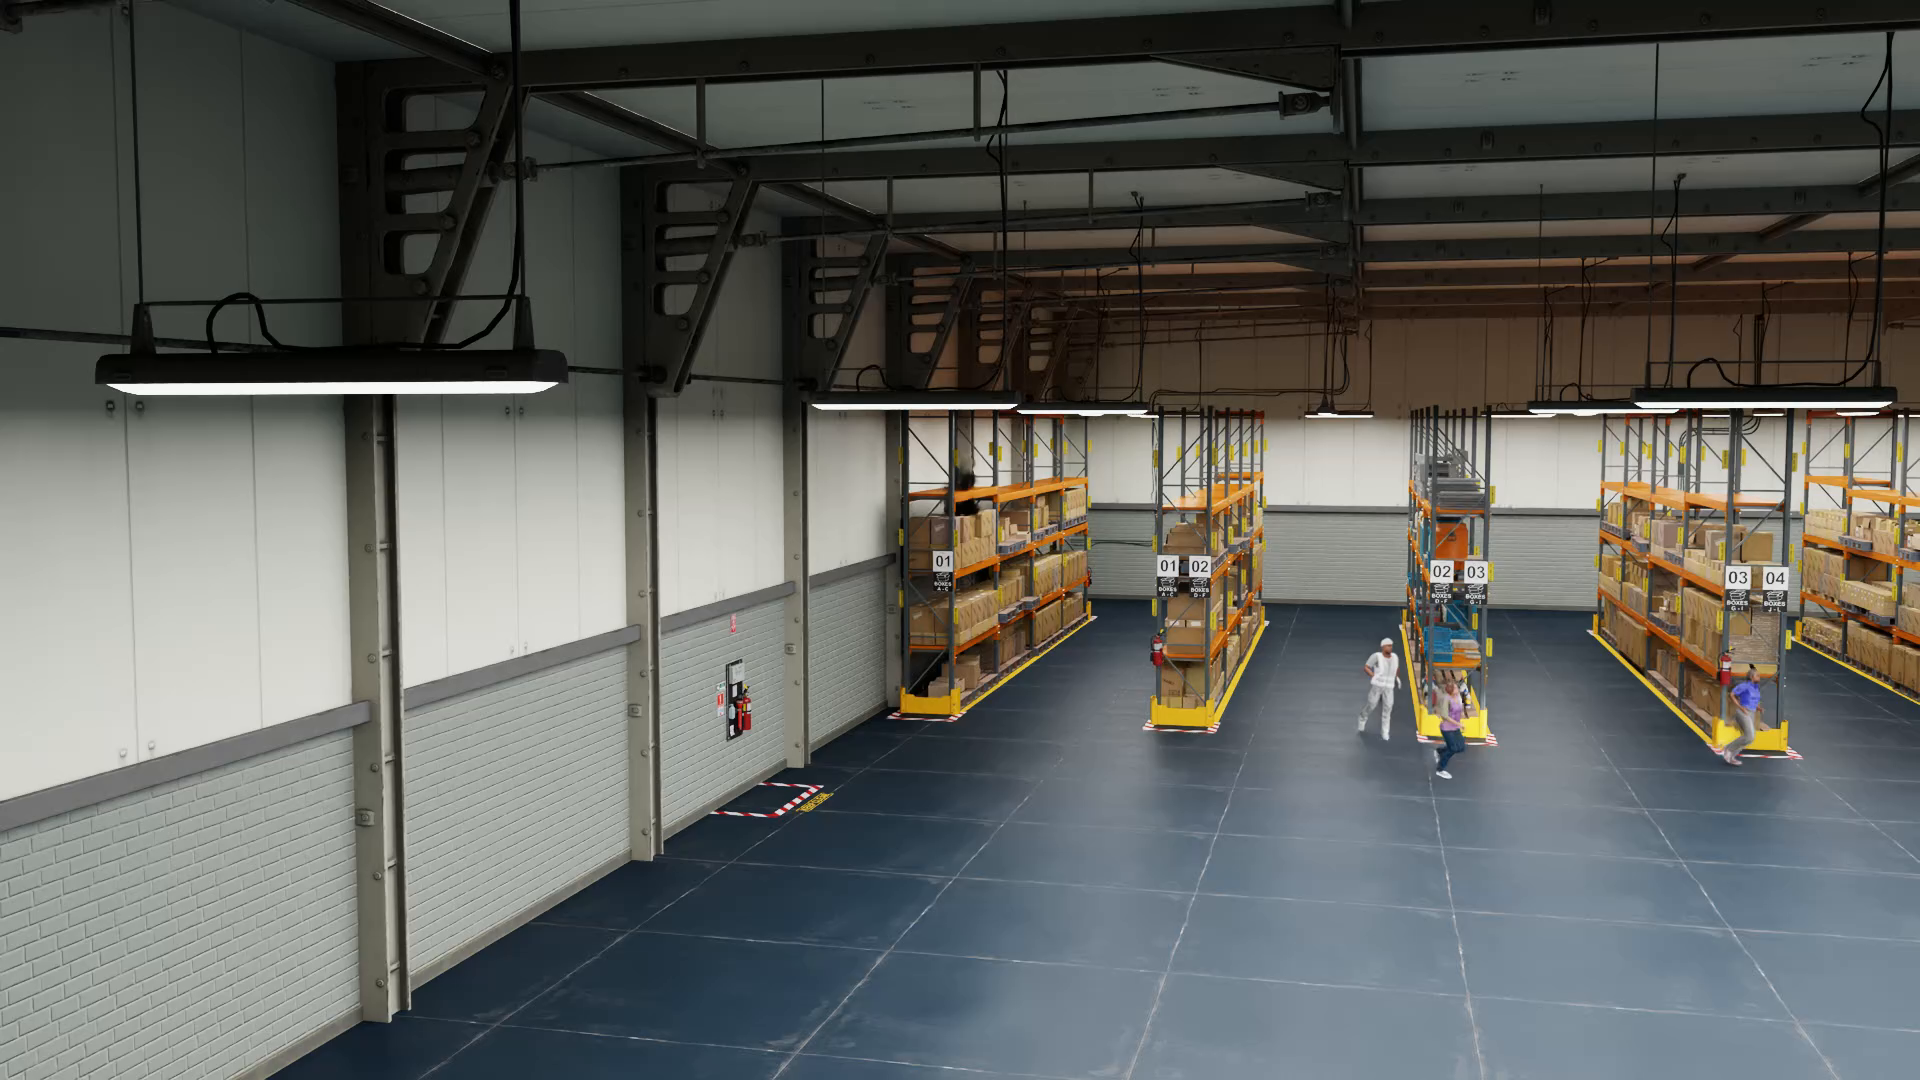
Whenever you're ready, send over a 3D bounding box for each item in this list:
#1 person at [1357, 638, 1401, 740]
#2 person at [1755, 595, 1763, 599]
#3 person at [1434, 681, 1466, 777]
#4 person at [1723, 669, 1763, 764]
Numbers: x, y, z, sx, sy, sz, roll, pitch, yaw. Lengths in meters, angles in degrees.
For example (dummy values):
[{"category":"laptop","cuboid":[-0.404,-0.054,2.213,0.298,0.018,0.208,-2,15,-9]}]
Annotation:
[{"category":"person","cuboid":[7.683,2.667,30.122,0.742,1.772,0.958,-1,4,-9]},{"category":"person","cuboid":[20.188,1.850,41.941,0.649,1.731,0.573,1,4,18]},{"category":"person","cuboid":[7.890,3.045,26.703,0.597,1.547,0.566,4,6,43]},{"category":"person","cuboid":[13.104,2.943,27.705,0.647,1.569,0.533,-3,5,-38]}]
